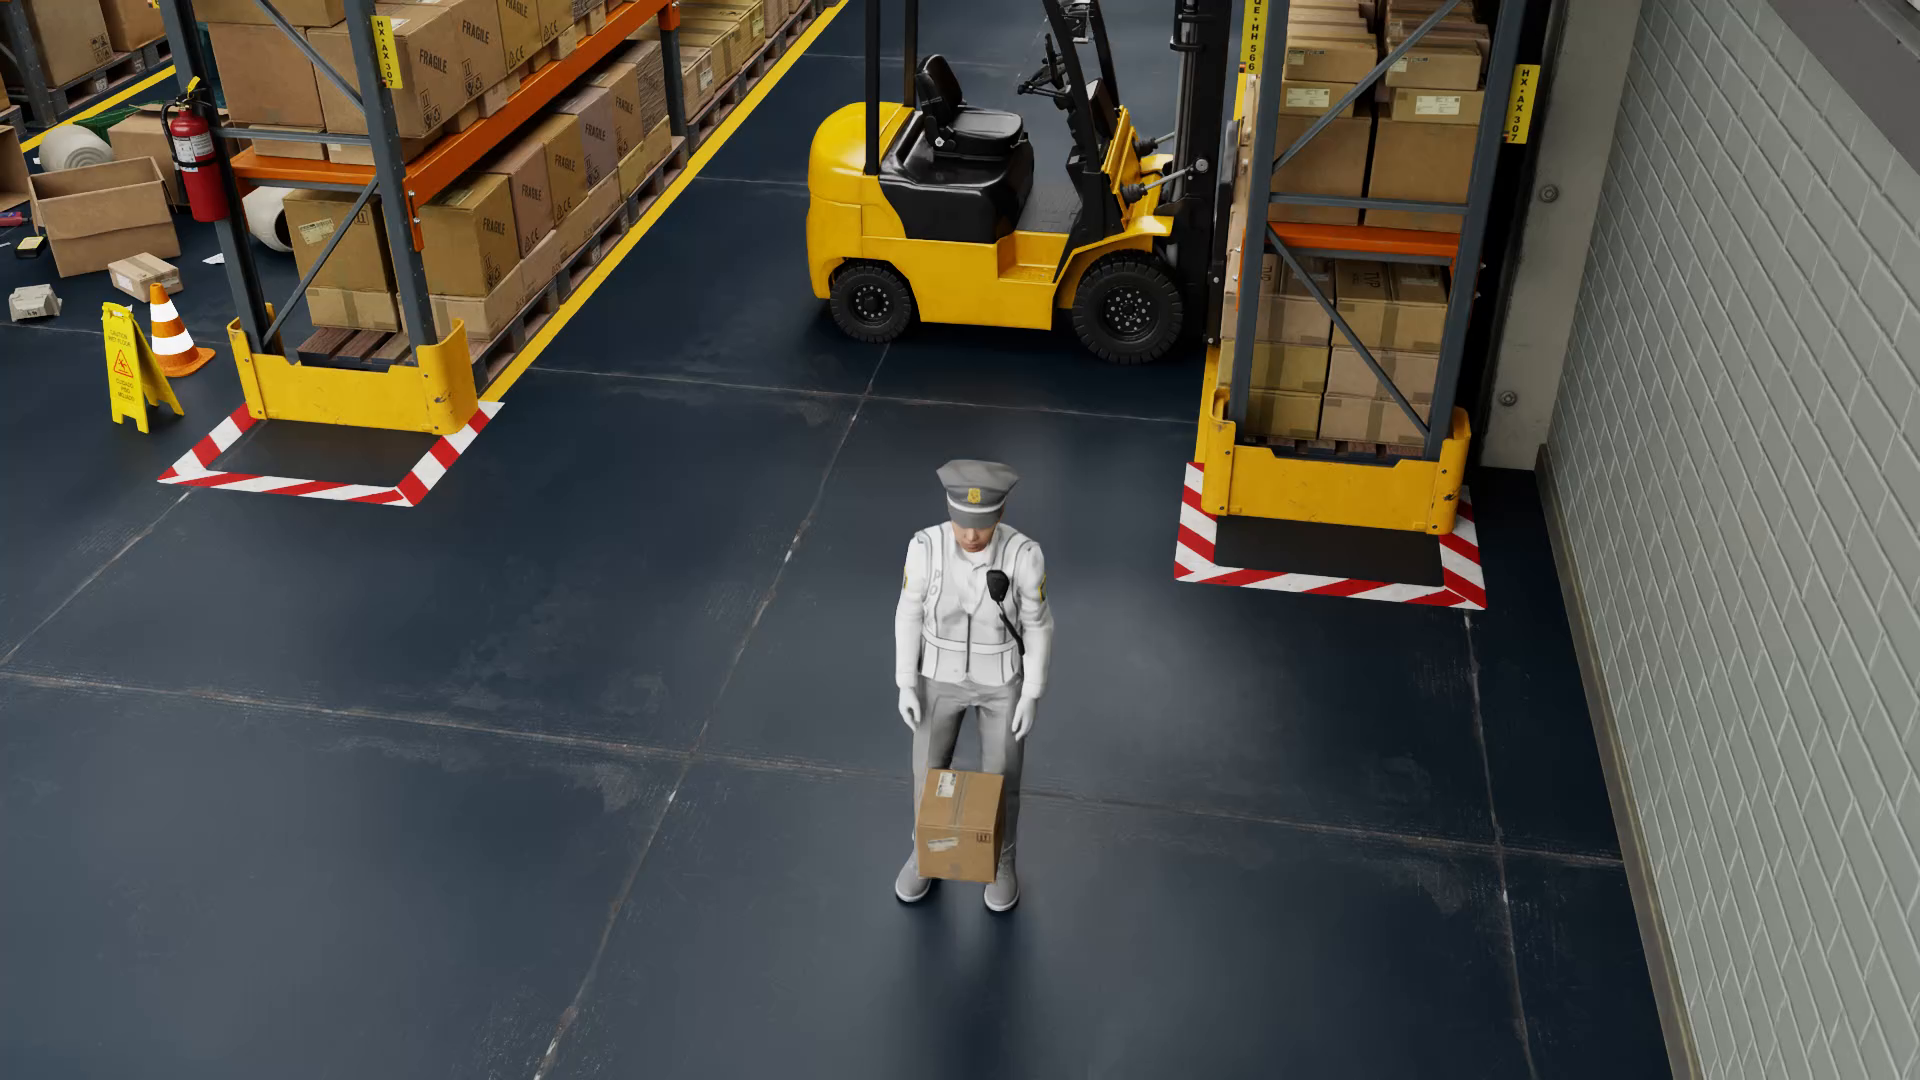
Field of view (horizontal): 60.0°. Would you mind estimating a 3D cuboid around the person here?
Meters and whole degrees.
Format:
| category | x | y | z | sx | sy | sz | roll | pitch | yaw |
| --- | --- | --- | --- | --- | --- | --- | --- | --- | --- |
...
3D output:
| category | x | y | z | sx | sy | sz | roll | pitch | yaw |
| --- | --- | --- | --- | --- | --- | --- | --- | --- | --- |
| person | 0.040 | 0.469 | 5.393 | 0.509 | 1.671 | 0.361 | 4 | 33 | 7 |
